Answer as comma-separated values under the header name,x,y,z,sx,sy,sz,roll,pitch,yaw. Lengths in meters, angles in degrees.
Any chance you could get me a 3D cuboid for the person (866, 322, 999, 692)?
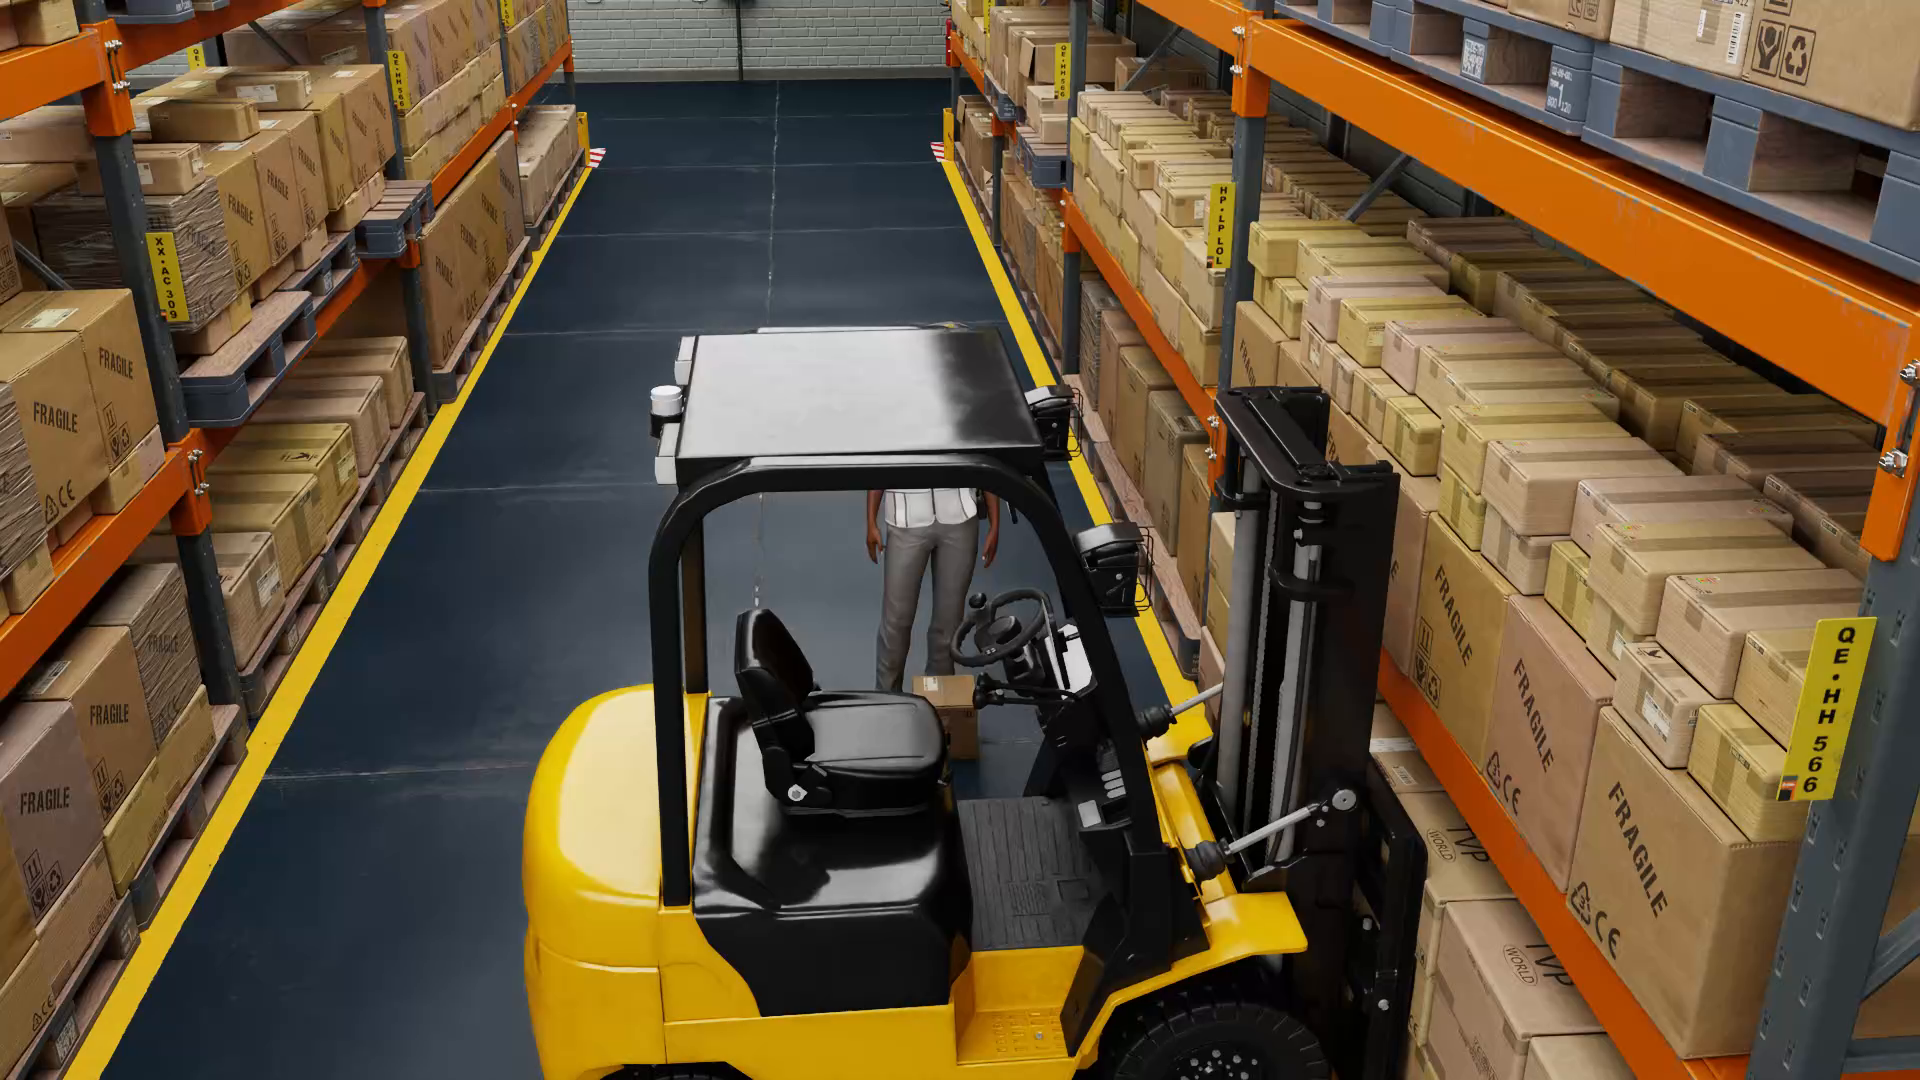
name,x,y,z,sx,sy,sz,roll,pitch,yaw
person,-0.117,-0.031,6.607,0.569,1.695,0.530,-2,24,-5
